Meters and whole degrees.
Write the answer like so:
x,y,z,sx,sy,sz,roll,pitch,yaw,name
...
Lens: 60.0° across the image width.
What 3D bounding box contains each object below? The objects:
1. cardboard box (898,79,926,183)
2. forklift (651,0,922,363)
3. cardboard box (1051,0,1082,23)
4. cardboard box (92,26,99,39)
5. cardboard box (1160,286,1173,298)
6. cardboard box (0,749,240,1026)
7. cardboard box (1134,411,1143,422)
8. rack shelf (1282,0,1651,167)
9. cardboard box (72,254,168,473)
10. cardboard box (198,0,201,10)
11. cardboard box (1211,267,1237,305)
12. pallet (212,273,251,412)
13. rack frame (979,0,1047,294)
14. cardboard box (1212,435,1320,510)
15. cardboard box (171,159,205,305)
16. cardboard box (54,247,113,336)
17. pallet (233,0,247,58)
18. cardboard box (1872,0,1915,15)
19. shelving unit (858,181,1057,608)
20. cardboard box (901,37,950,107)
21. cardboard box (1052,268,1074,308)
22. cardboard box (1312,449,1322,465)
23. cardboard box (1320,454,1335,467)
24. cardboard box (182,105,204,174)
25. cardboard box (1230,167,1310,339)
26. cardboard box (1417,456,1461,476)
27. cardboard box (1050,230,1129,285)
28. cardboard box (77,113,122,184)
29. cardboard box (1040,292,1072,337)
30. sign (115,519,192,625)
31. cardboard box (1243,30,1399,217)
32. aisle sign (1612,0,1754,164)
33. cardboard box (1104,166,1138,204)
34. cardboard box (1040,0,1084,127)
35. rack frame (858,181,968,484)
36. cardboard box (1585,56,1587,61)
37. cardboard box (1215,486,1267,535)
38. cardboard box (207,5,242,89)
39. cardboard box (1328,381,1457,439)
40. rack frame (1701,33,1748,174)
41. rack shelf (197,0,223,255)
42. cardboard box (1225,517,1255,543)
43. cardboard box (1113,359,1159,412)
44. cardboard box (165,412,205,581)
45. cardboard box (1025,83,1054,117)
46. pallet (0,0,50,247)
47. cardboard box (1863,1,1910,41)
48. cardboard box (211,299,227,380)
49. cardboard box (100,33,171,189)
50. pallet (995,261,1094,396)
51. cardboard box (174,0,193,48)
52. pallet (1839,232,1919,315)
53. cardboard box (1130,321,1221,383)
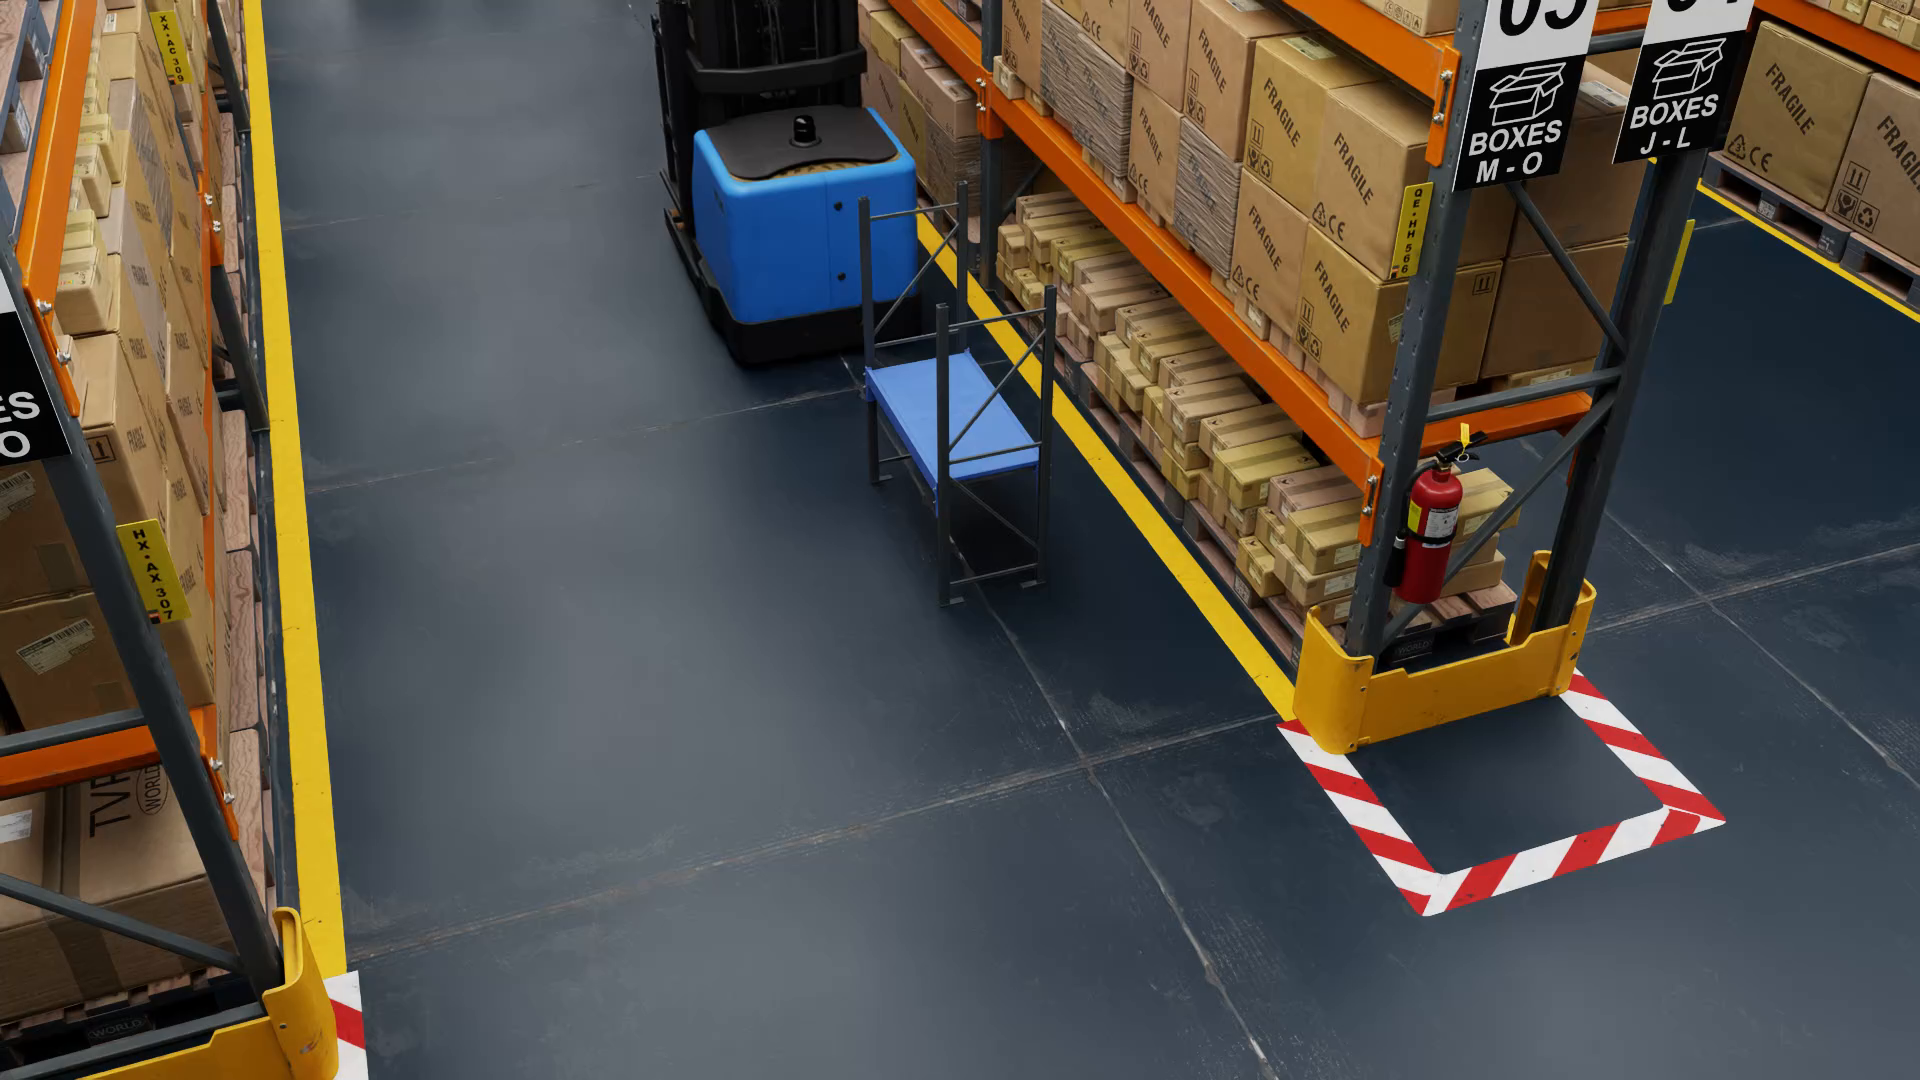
x,y,z,sx,sy,sz,roll,pitch,yaw,name
-0.064,-2.592,10.426,0.500,0.500,0.500,-13,39,-17,cardboard box
-1.176,-3.004,9.302,1.130,2.935,3.031,-12,39,-15,forklift
0.722,-2.730,7.719,0.500,0.500,0.500,-14,39,-17,cardboard box
-3.436,-1.821,6.222,0.380,0.149,0.250,-13,39,-16,cardboard box
1.218,-1.342,8.812,0.380,0.149,0.250,-12,39,-16,cardboard box
-2.955,1.079,5.605,0.875,0.438,0.875,-14,39,-17,cardboard box
1.073,-0.666,8.162,0.380,0.149,0.250,-11,38,-15,cardboard box
1.291,-2.547,6.744,1.077,0.370,4.000,-12,39,-16,rack shelf
-2.716,-0.485,4.986,0.500,0.500,0.500,-13,39,-17,cardboard box
-4.620,-3.079,9.470,0.500,0.250,0.500,-13,39,-16,cardboard box
1.278,-1.113,6.944,0.380,0.149,0.250,-14,39,-18,cardboard box
-4.346,-0.991,8.890,1.003,0.211,1.213,-12,39,-16,pallet
0.603,-2.767,8.930,1.000,3.000,0.127,-12,39,-16,rack frame
1.318,-0.294,7.173,0.380,0.149,0.250,-13,39,-17,cardboard box
-3.428,-1.226,6.801,0.500,0.500,0.500,-13,39,-17,cardboard box
-2.635,-0.685,4.713,0.380,0.149,0.250,-11,38,-15,cardboard box
-6.070,-3.960,12.832,1.003,0.211,1.213,-12,39,-16,pallet
5.377,-3.194,9.374,0.500,0.250,0.500,-13,39,-16,cardboard box
-0.029,-0.647,7.363,0.538,1.500,1.048,-12,39,-16,shelving unit
-0.055,-2.897,10.208,0.500,0.250,0.500,-11,38,-14,cardboard box
0.716,-1.389,8.874,0.380,0.149,0.250,-13,39,-16,cardboard box
1.856,-0.335,7.722,0.380,0.149,0.250,-12,39,-15,cardboard box
1.832,-0.290,7.415,0.380,0.149,0.250,-12,39,-15,cardboard box
-3.914,-1.928,7.941,0.500,0.250,0.500,-13,39,-17,cardboard box
1.411,-1.158,6.464,0.500,0.500,0.500,-13,39,-17,cardboard box
1.910,-0.271,7.142,0.380,0.149,0.250,-12,39,-15,cardboard box
0.699,-1.495,8.768,0.380,0.149,0.250,-13,39,-17,cardboard box
-2.990,-1.266,5.484,0.380,0.149,0.250,-13,39,-17,cardboard box
0.653,-1.243,8.928,0.380,0.149,0.250,-13,39,-16,cardboard box
-2.110,0.086,4.357,0.100,0.325,0.005,-12,39,-16,sign
1.414,-1.558,6.164,0.500,0.500,0.500,-14,39,-17,cardboard box
2.286,-1.566,5.175,0.394,0.787,0.004,-12,39,-16,aisle sign
0.892,-1.705,7.729,0.380,0.149,0.250,-11,38,-14,cardboard box
0.714,-2.315,8.000,0.500,0.500,0.500,-12,39,-16,cardboard box
-0.204,-0.934,7.744,0.500,1.500,0.032,-12,39,-16,rack frame
4.747,-3.917,11.875,1.225,0.875,0.875,-14,39,-18,cardboard box
1.349,-0.187,7.278,0.380,0.149,0.250,-14,39,-18,cardboard box
-5.571,-3.384,11.584,0.950,0.372,0.625,-15,40,-19,cardboard box
1.602,-0.532,6.172,0.380,0.149,0.250,-12,39,-16,cardboard box
5.295,-3.736,10.217,1.000,3.000,0.127,-12,39,-16,rack frame
-4.698,-2.527,9.210,1.077,0.370,4.000,-12,39,-16,rack shelf
1.409,-0.081,7.385,0.380,0.149,0.250,-13,39,-16,cardboard box
0.967,-0.775,8.059,0.380,0.149,0.250,-12,39,-15,cardboard box
-2.729,-0.075,5.274,0.500,0.500,0.500,-13,39,-17,cardboard box
0.552,-2.308,8.530,0.380,0.149,0.250,-11,38,-15,cardboard box
-2.899,-1.005,4.171,1.003,0.211,1.213,-12,39,-16,pallet
5.358,-2.955,9.388,0.380,0.149,0.250,-13,39,-17,cardboard box
-4.298,-1.337,8.449,0.875,0.875,0.875,-11,38,-15,cardboard box
-3.421,-1.626,6.502,0.500,0.500,0.500,-13,39,-17,cardboard box
0.867,-1.281,9.275,1.003,0.211,1.213,-12,39,-16,pallet
-4.251,-2.711,8.565,0.500,0.250,0.500,-12,39,-15,cardboard box
5.907,-1.486,9.548,1.003,0.211,1.213,-12,39,-16,pallet
1.041,-0.908,7.988,0.380,0.149,0.250,-12,39,-16,cardboard box
